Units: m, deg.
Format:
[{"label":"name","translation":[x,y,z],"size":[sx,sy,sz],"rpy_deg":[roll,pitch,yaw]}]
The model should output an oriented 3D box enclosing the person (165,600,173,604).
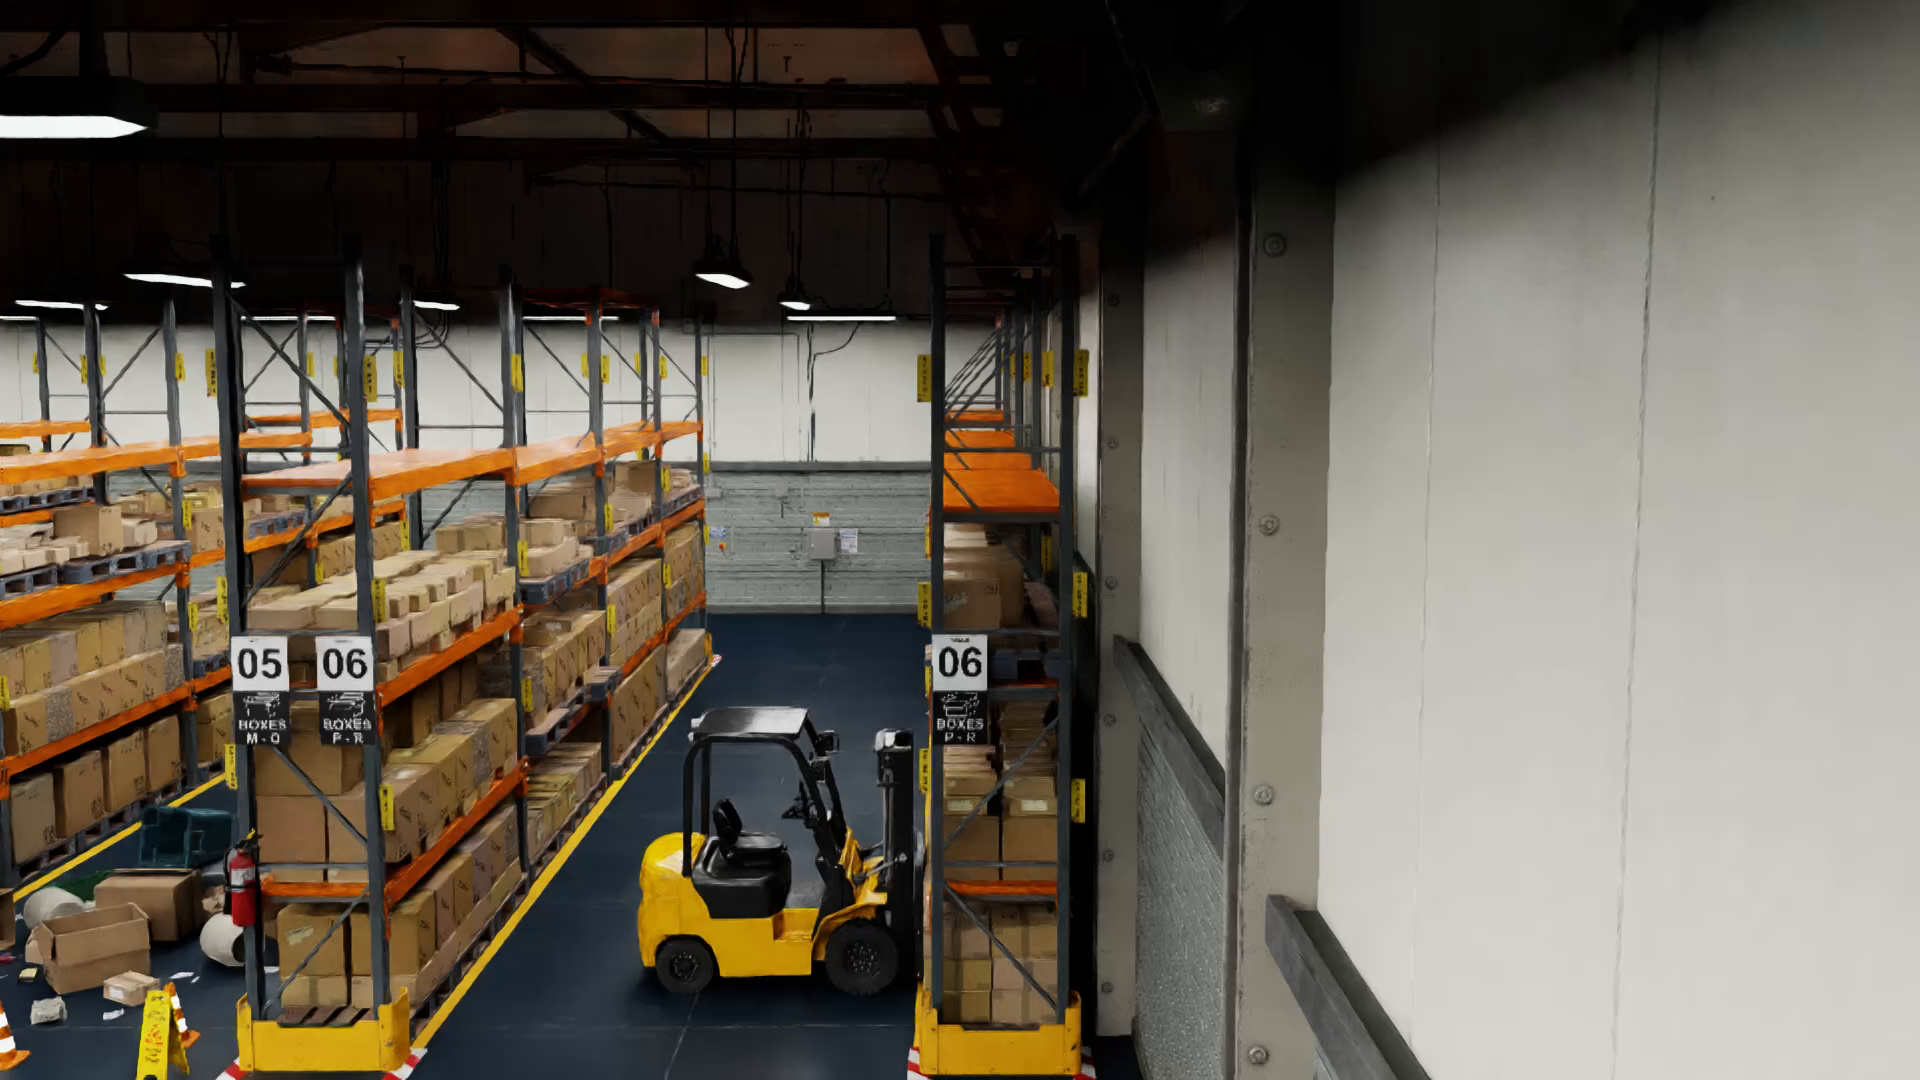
[{"label":"person","translation":[-11.249,1.693,23.737],"size":[0.543,1.700,1.115],"rpy_deg":[0,6,2]}]
